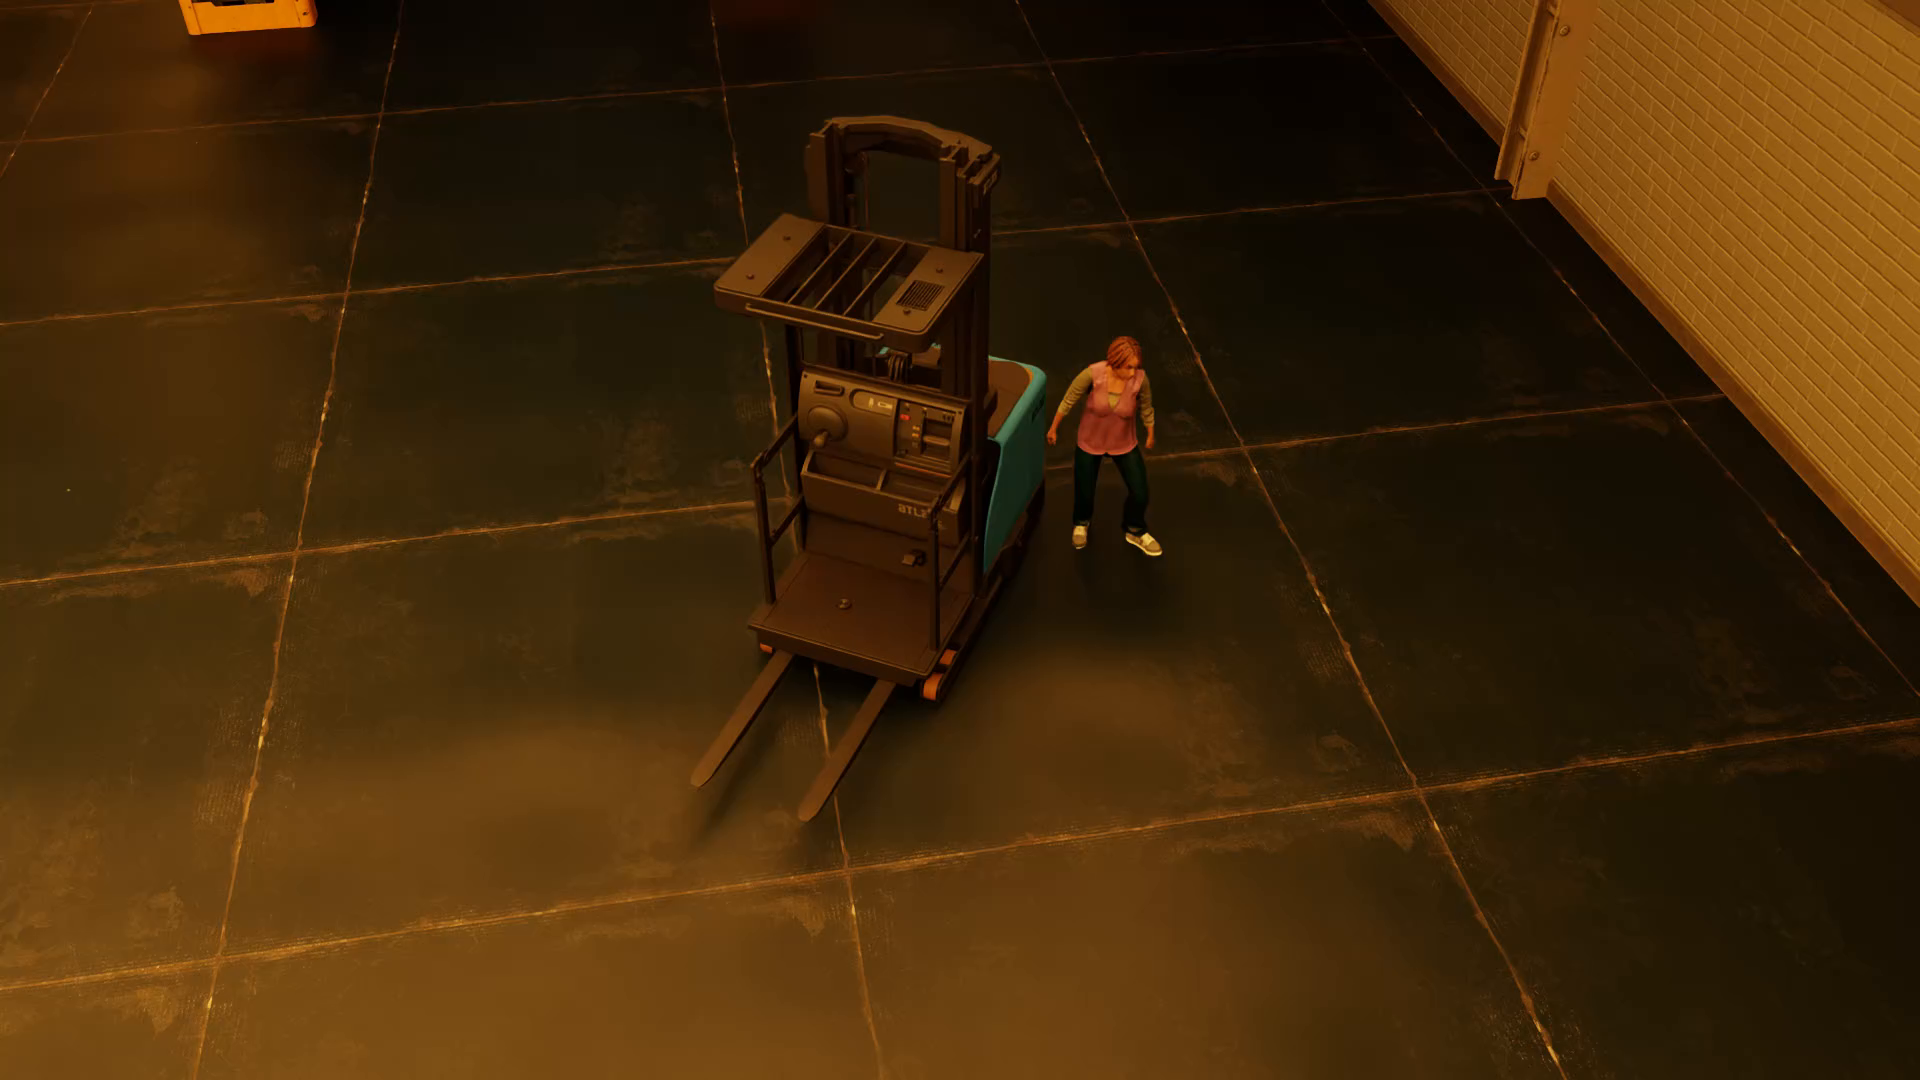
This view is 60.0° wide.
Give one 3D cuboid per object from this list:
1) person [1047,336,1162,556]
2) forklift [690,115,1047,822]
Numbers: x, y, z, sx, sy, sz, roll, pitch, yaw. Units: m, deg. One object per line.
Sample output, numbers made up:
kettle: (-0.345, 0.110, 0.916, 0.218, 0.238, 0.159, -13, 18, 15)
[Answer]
person: (0.870, -0.567, 9.713, 0.730, 1.563, 0.405, 2, 40, 2)
forklift: (-0.496, -0.541, 8.593, 1.130, 2.935, 3.031, 15, 42, 17)
